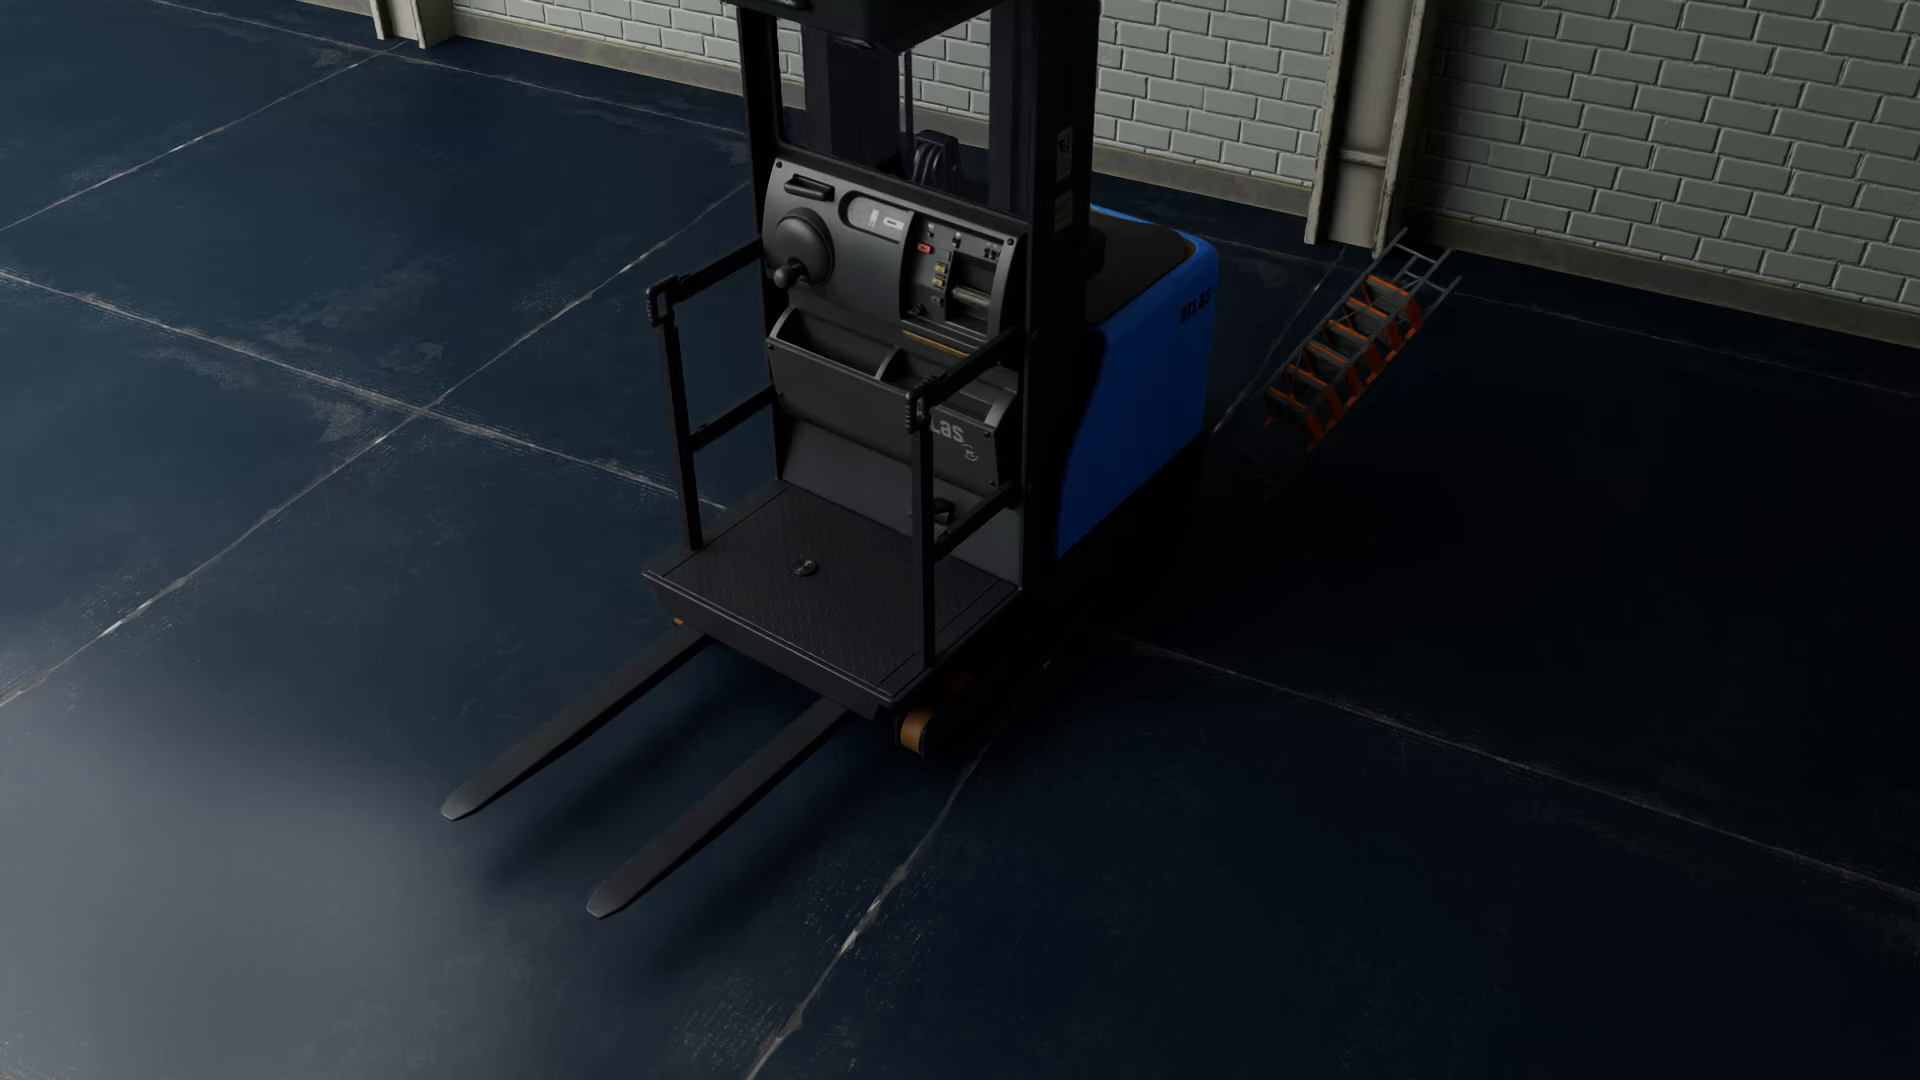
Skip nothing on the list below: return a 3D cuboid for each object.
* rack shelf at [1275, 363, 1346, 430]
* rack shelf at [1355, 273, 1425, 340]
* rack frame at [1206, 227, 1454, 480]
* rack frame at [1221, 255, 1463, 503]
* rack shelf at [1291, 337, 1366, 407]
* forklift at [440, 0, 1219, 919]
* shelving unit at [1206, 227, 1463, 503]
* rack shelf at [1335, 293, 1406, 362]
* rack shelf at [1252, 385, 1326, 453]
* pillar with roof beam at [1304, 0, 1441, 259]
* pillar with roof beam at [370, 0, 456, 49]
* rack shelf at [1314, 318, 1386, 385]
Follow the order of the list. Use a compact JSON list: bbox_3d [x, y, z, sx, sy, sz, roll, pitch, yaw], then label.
[{"bbox_3d":[1.356,-0.565,6.473,0.103,0.180,0.258,-48,51,-5],"label":"rack shelf"},{"bbox_3d":[1.675,-0.921,6.516,0.103,0.180,0.258,-48,51,-5],"label":"rack shelf"},{"bbox_3d":[1.426,-0.730,6.417,1.200,0.006,0.240,-48,51,-5],"label":"rack frame"},{"bbox_3d":[1.504,-0.644,6.559,1.200,0.006,0.240,-48,51,-5],"label":"rack frame"},{"bbox_3d":[1.435,-0.654,6.484,0.103,0.180,0.258,-48,51,-5],"label":"rack shelf"},{"bbox_3d":[-0.349,-0.815,4.899,1.130,2.935,3.031,24,43,28],"label":"forklift"},{"bbox_3d":[1.465,-0.687,6.488,1.200,0.189,0.258,-48,51,-5],"label":"shelving unit"},{"bbox_3d":[1.595,-0.832,6.505,0.103,0.180,0.258,-48,51,-5],"label":"rack shelf"},{"bbox_3d":[1.276,-0.476,6.462,0.103,0.180,0.258,-48,51,-5],"label":"rack shelf"},{"bbox_3d":[-0.043,-2.763,2.448,0.400,9.000,9.100,17,41,21],"label":"pillar with roof beam"},{"bbox_3d":[-5.371,-4.432,4.646,0.400,9.000,9.100,17,41,21],"label":"pillar with roof beam"},{"bbox_3d":[1.515,-0.743,6.495,0.103,0.180,0.258,-48,51,-5],"label":"rack shelf"}]
